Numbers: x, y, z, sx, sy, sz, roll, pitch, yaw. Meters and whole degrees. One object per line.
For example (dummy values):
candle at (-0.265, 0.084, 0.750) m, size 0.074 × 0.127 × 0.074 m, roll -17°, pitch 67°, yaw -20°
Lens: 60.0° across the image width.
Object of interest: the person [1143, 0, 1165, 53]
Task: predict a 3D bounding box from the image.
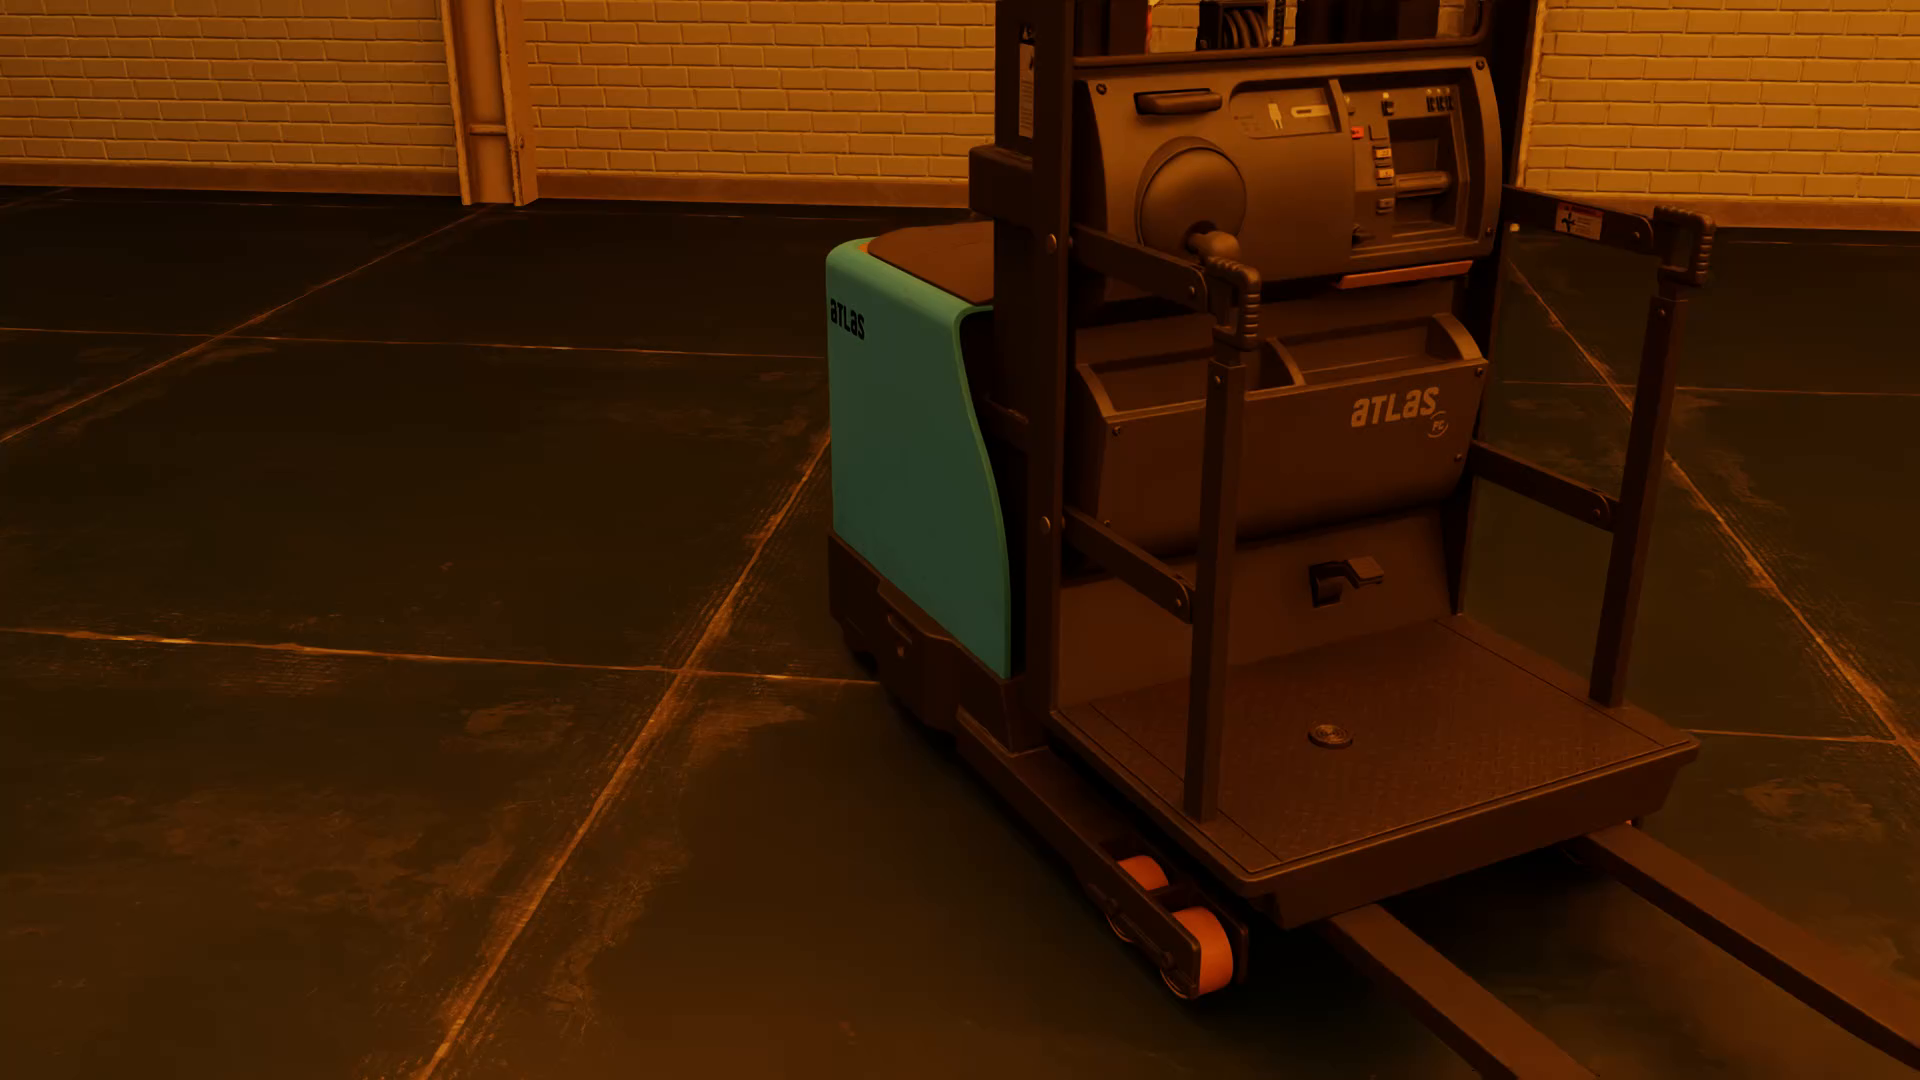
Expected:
person at (0.520, -0.737, 4.725) m, size 0.832 × 1.730 × 0.704 m, roll -4°, pitch 22°, yaw -9°

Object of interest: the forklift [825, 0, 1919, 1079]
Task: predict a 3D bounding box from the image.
forklift at (0.754, -0.701, 2.995) m, size 1.130 × 2.935 × 3.031 m, roll -10°, pitch 24°, yaw -24°
